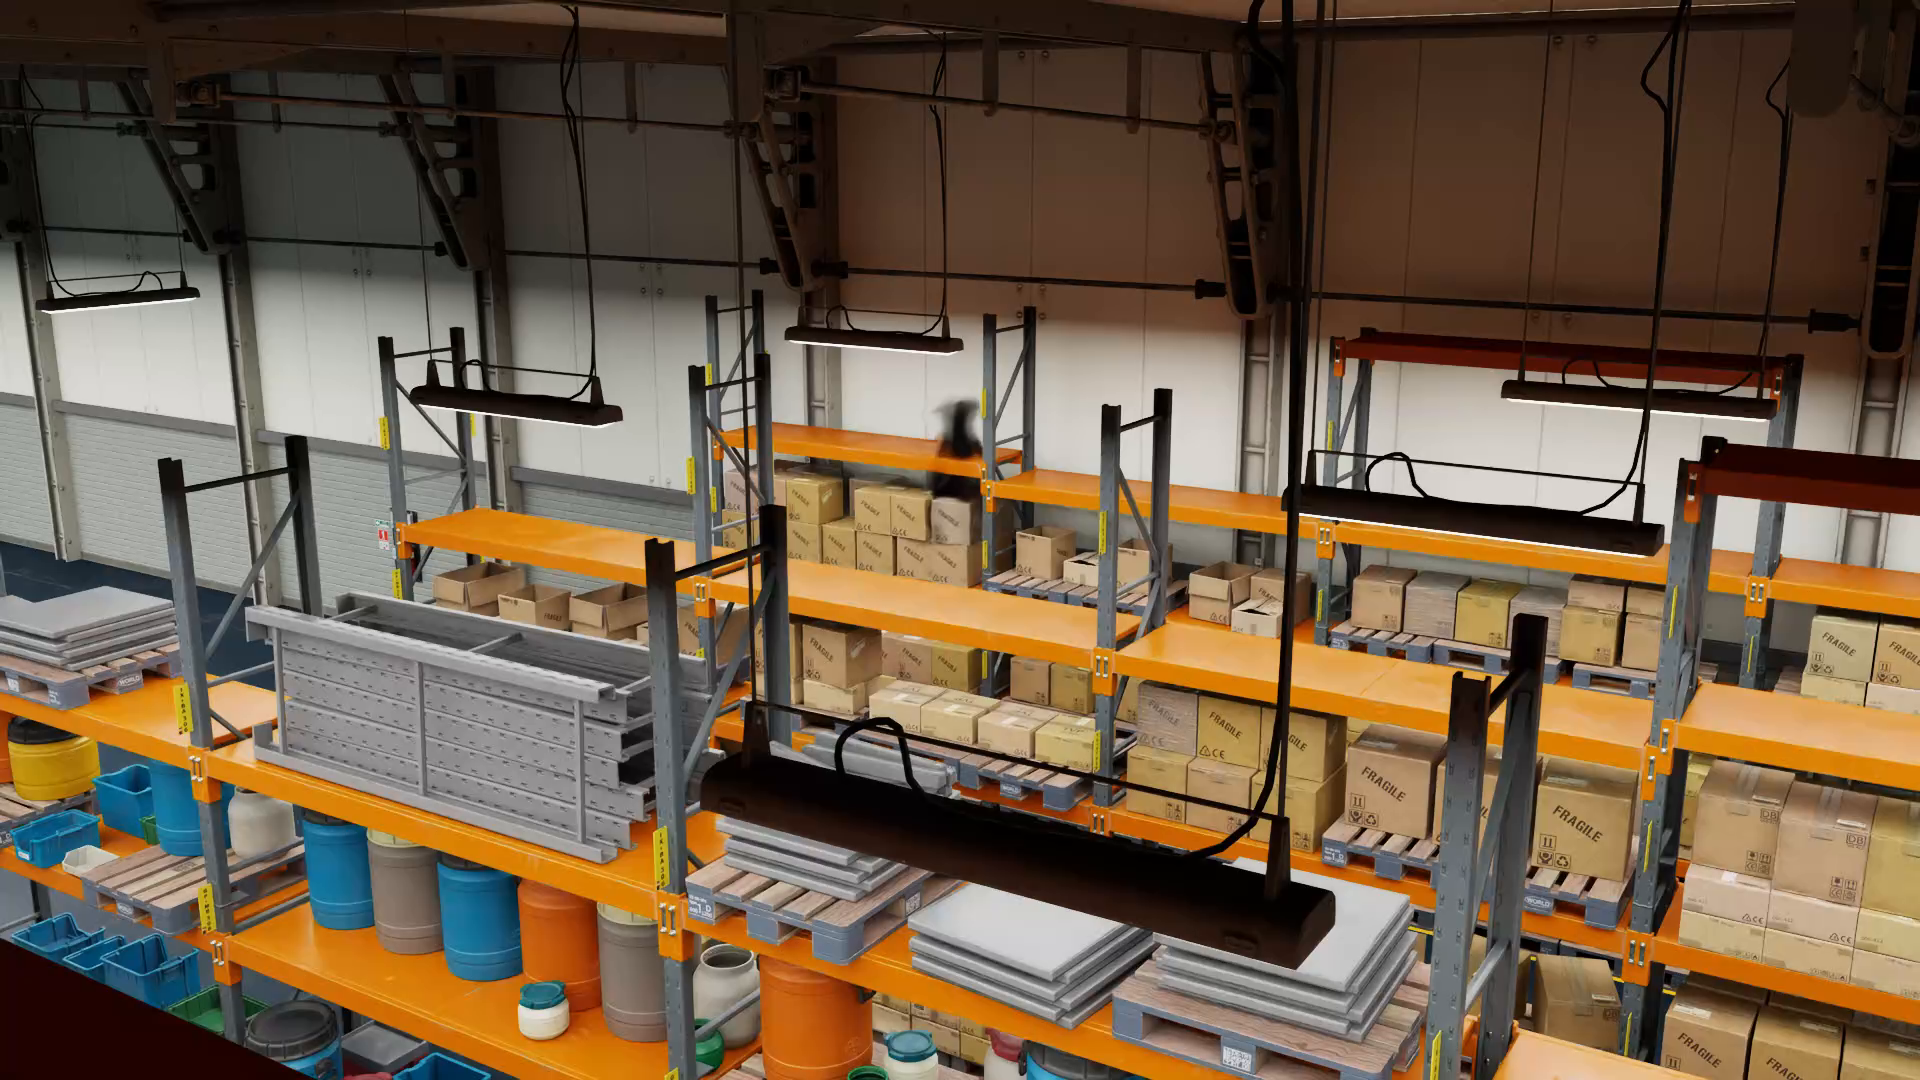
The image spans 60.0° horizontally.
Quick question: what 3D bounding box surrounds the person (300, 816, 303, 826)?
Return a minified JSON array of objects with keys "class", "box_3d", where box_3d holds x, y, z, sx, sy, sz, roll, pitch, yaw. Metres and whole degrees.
[{"class":"person","box_3d":[-7.109,2.834,18.560,0.548,1.557,0.620,-11,17,-37]}]
